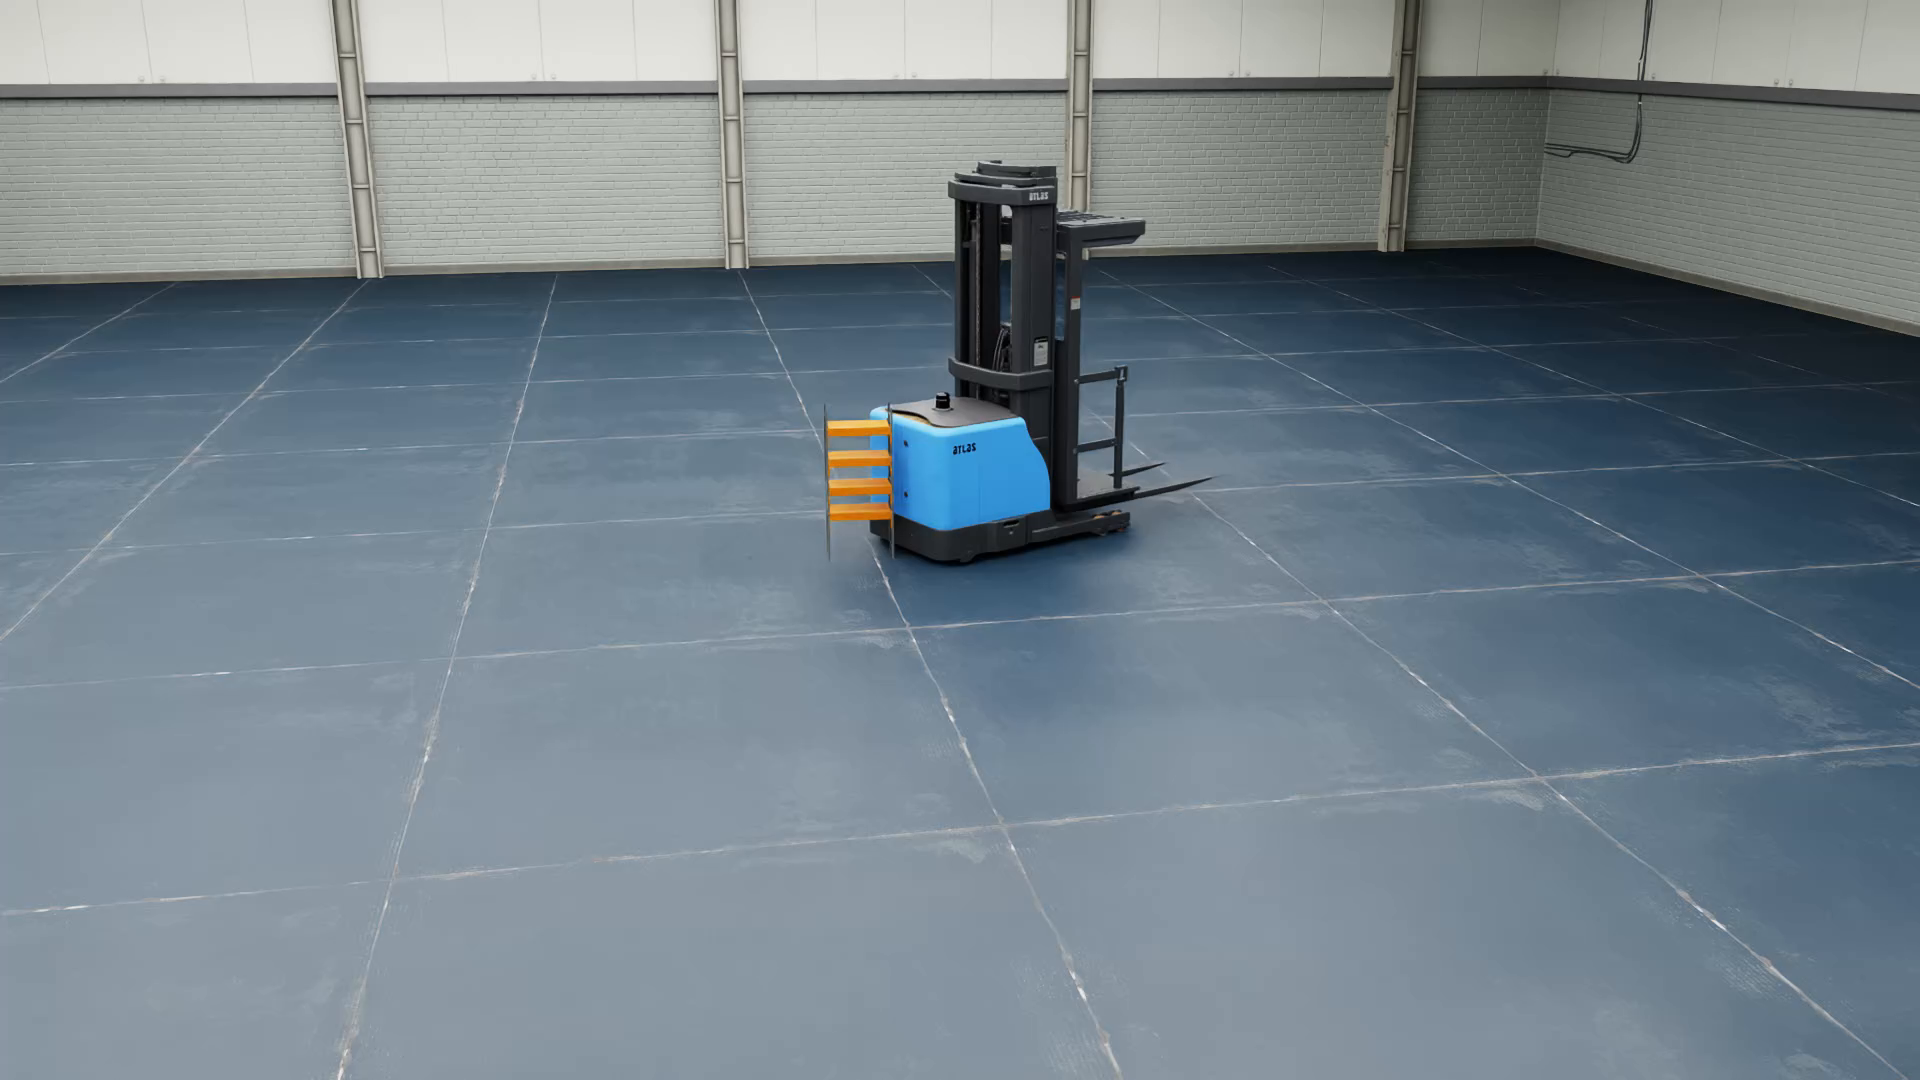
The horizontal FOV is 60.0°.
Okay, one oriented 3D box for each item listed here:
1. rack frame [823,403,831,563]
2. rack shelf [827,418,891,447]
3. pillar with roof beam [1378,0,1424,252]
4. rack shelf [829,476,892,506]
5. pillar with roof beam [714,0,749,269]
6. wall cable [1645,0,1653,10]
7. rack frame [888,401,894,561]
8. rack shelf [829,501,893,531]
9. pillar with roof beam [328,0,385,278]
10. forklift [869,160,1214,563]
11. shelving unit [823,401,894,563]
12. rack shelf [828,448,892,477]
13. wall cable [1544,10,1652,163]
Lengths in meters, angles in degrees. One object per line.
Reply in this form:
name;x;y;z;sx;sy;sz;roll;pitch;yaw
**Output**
rack frame;-1.012;-0.430;12.667;0.015;1.200;0.240;-2;17;-7
rack shelf;-0.770;-0.815;12.583;0.480;0.148;0.258;-2;17;-7
pillar with roof beam;8.771;-8.408;25.361;0.400;9.000;9.100;-3;17;-10
rack shelf;-0.770;-0.375;12.718;0.480;0.148;0.258;-2;17;-7
pillar with roof beam;-3.011;-7.740;23.185;0.400;9.000;9.100;-3;17;-10
wall cable;11.610;-9.582;25.870;0.112;2.526;3.097;-3;17;-10
rack frame;-0.529;-0.449;12.730;0.015;1.200;0.240;-2;17;-7
rack shelf;-0.770;-0.185;12.777;0.480;0.148;0.258;-2;17;-7
pillar with roof beam;-8.903;-7.406;22.097;0.400;9.000;9.100;-3;17;-10
forklift;0.768;-1.547;13.356;3.031;2.935;1.130;-12;21;-34
shelving unit;-0.770;-0.439;12.698;0.503;1.200;0.258;-2;17;-7
rack shelf;-0.770;-0.589;12.653;0.480;0.148;0.258;-2;17;-7
wall cable;11.097;-7.948;29.151;0.112;2.526;3.097;-3;17;-10
